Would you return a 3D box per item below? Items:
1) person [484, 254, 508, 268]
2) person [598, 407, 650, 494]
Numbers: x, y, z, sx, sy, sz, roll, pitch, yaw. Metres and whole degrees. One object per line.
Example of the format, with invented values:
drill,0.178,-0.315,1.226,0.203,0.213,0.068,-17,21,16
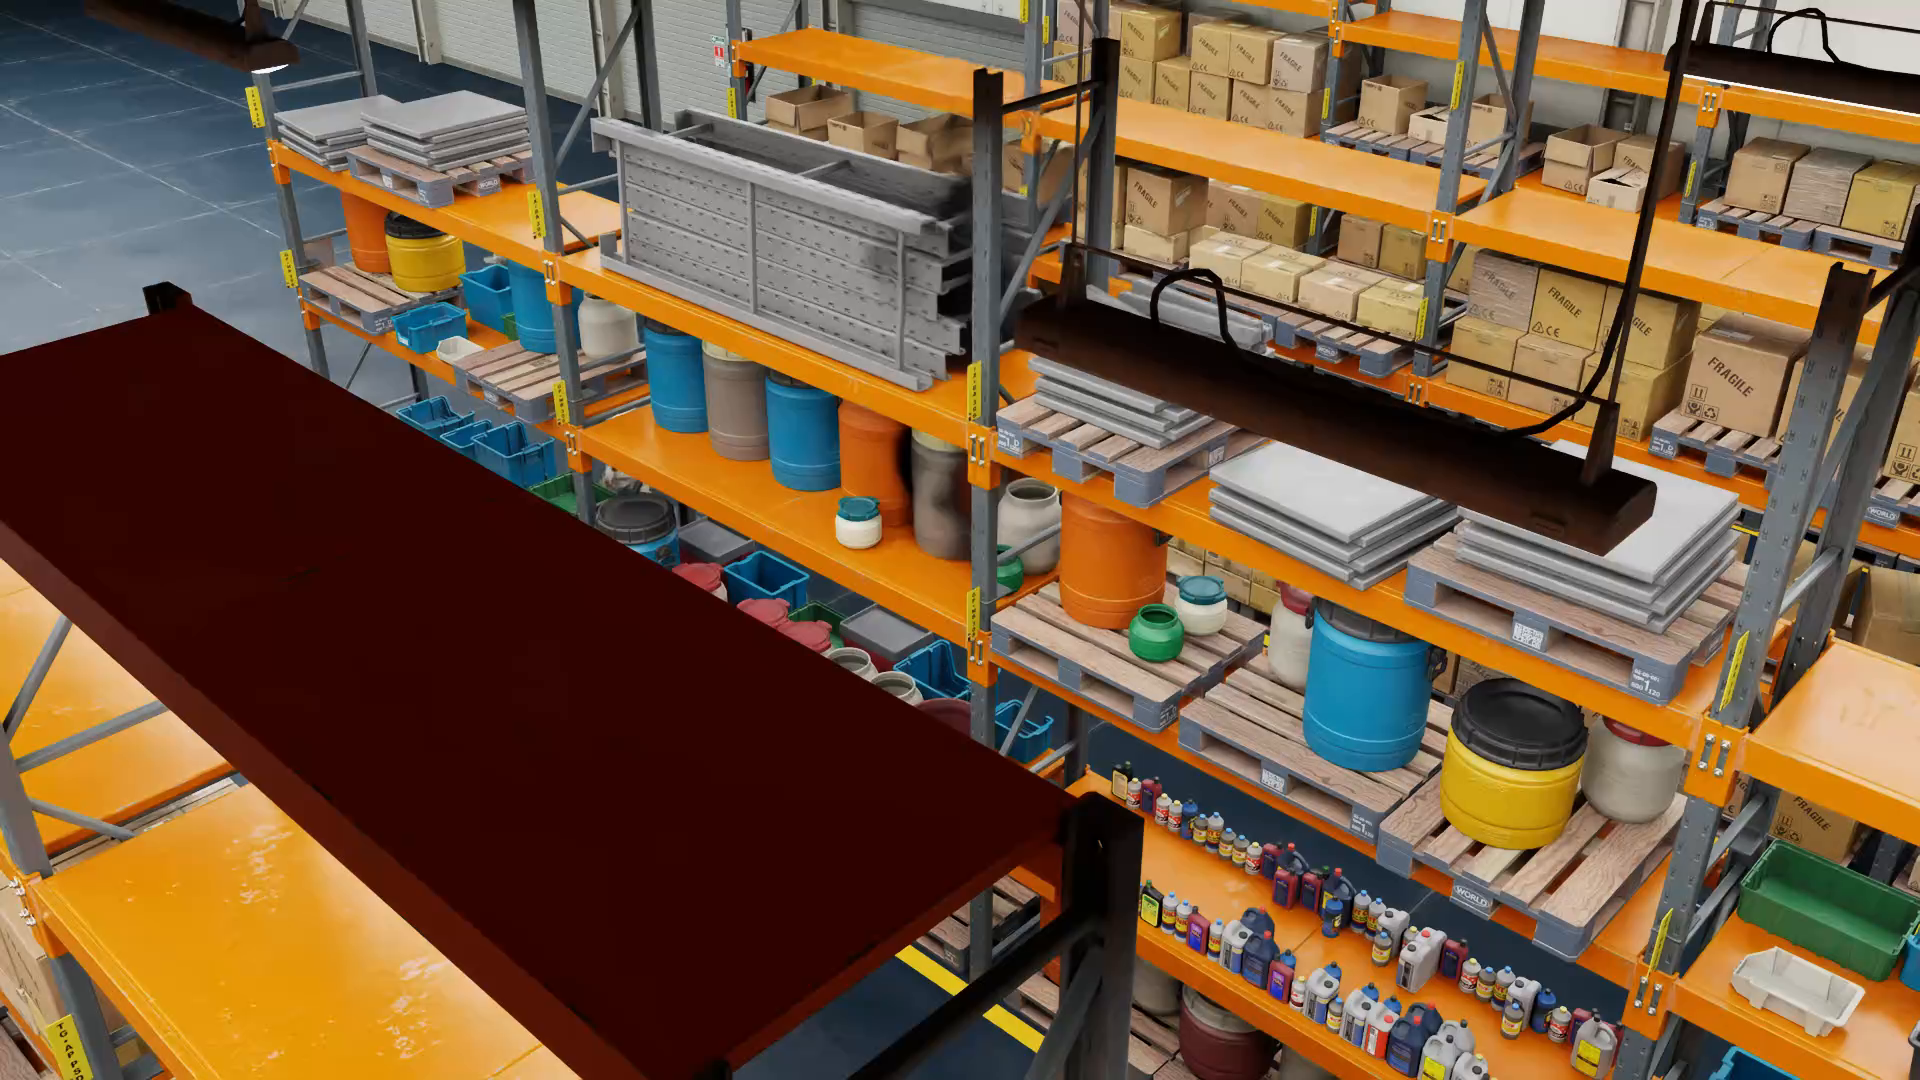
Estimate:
person,-5.143,-2.497,19.047,0.615,1.634,0.630,-7,30,-13
person,-3.153,-0.640,15.560,0.805,1.796,0.643,22,36,33
